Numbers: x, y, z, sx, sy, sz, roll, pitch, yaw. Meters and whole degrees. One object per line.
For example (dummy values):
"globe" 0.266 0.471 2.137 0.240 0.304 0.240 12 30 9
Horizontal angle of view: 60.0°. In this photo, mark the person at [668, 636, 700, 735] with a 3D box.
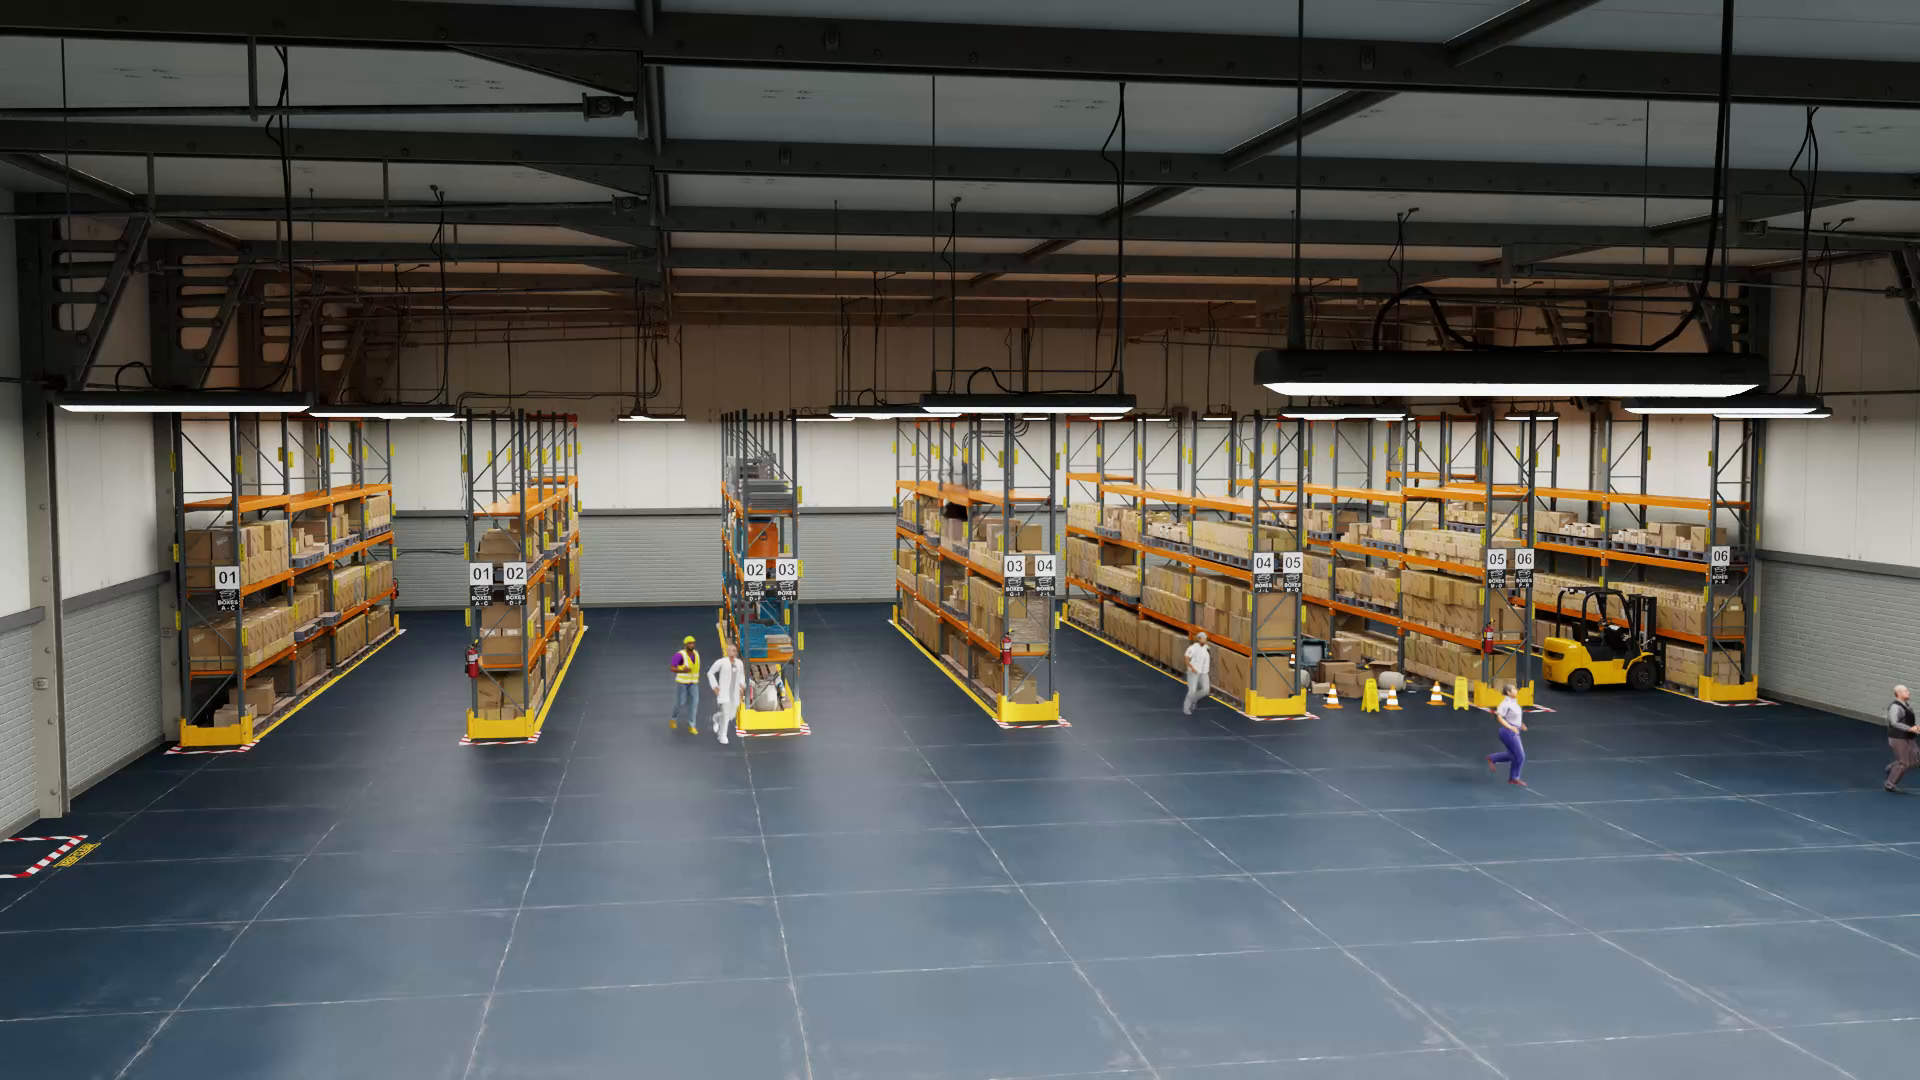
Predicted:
"person" -5.078 2.689 30.926 0.707 1.818 0.796 -3 5 -40

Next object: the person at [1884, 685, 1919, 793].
"person" 14.633 3.086 25.767 0.568 1.680 0.653 4 6 44

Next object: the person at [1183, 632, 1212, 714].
"person" 4.761 2.631 32.950 0.662 1.610 0.496 -2 4 -25

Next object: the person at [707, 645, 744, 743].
"person" -4.203 2.773 30.182 0.755 1.729 0.654 -3 5 -39

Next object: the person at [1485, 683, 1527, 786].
"person" 8.705 3.091 26.490 0.670 1.610 0.608 2 4 27
